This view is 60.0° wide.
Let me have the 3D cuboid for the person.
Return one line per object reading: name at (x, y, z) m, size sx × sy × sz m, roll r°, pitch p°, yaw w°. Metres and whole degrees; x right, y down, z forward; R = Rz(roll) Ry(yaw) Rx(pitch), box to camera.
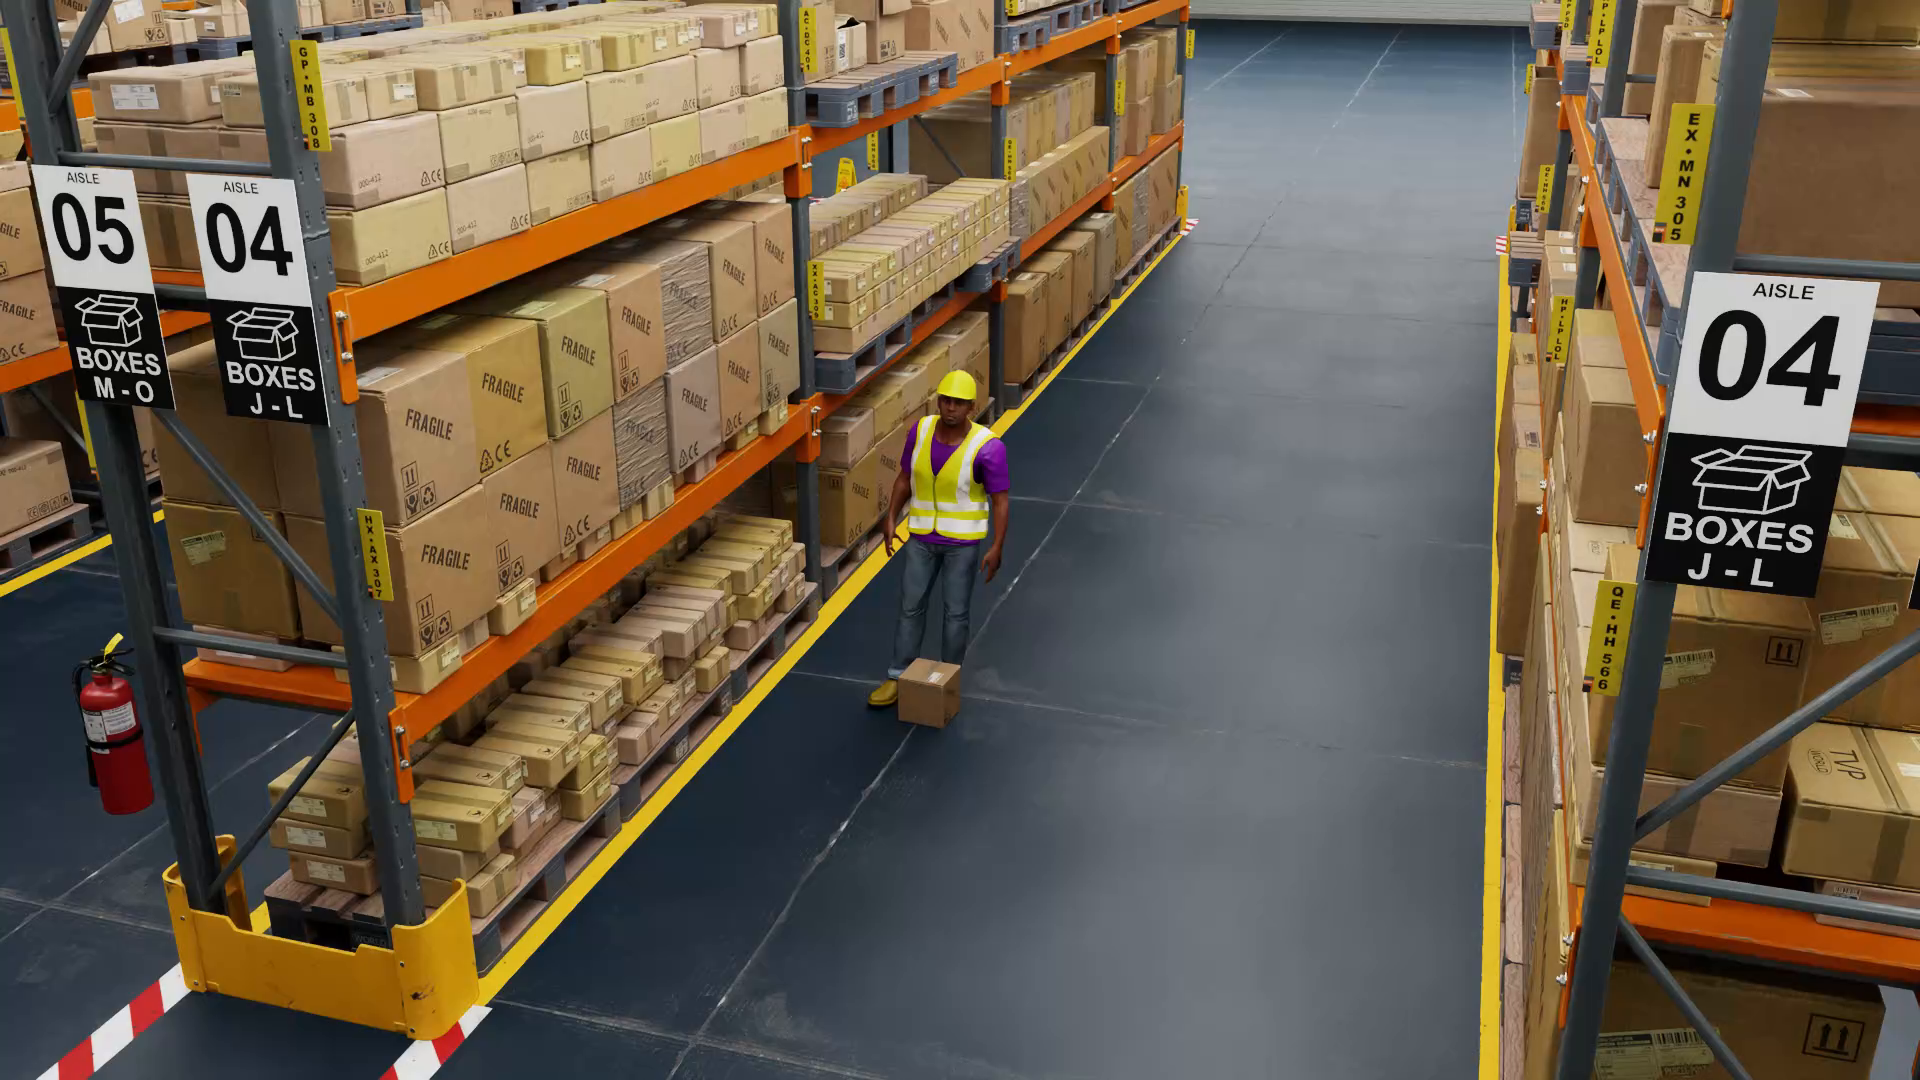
person at (-0.104, 0.009, 8.510) m, size 0.666 × 1.765 × 0.577 m, roll 9°, pitch 24°, yaw 22°
